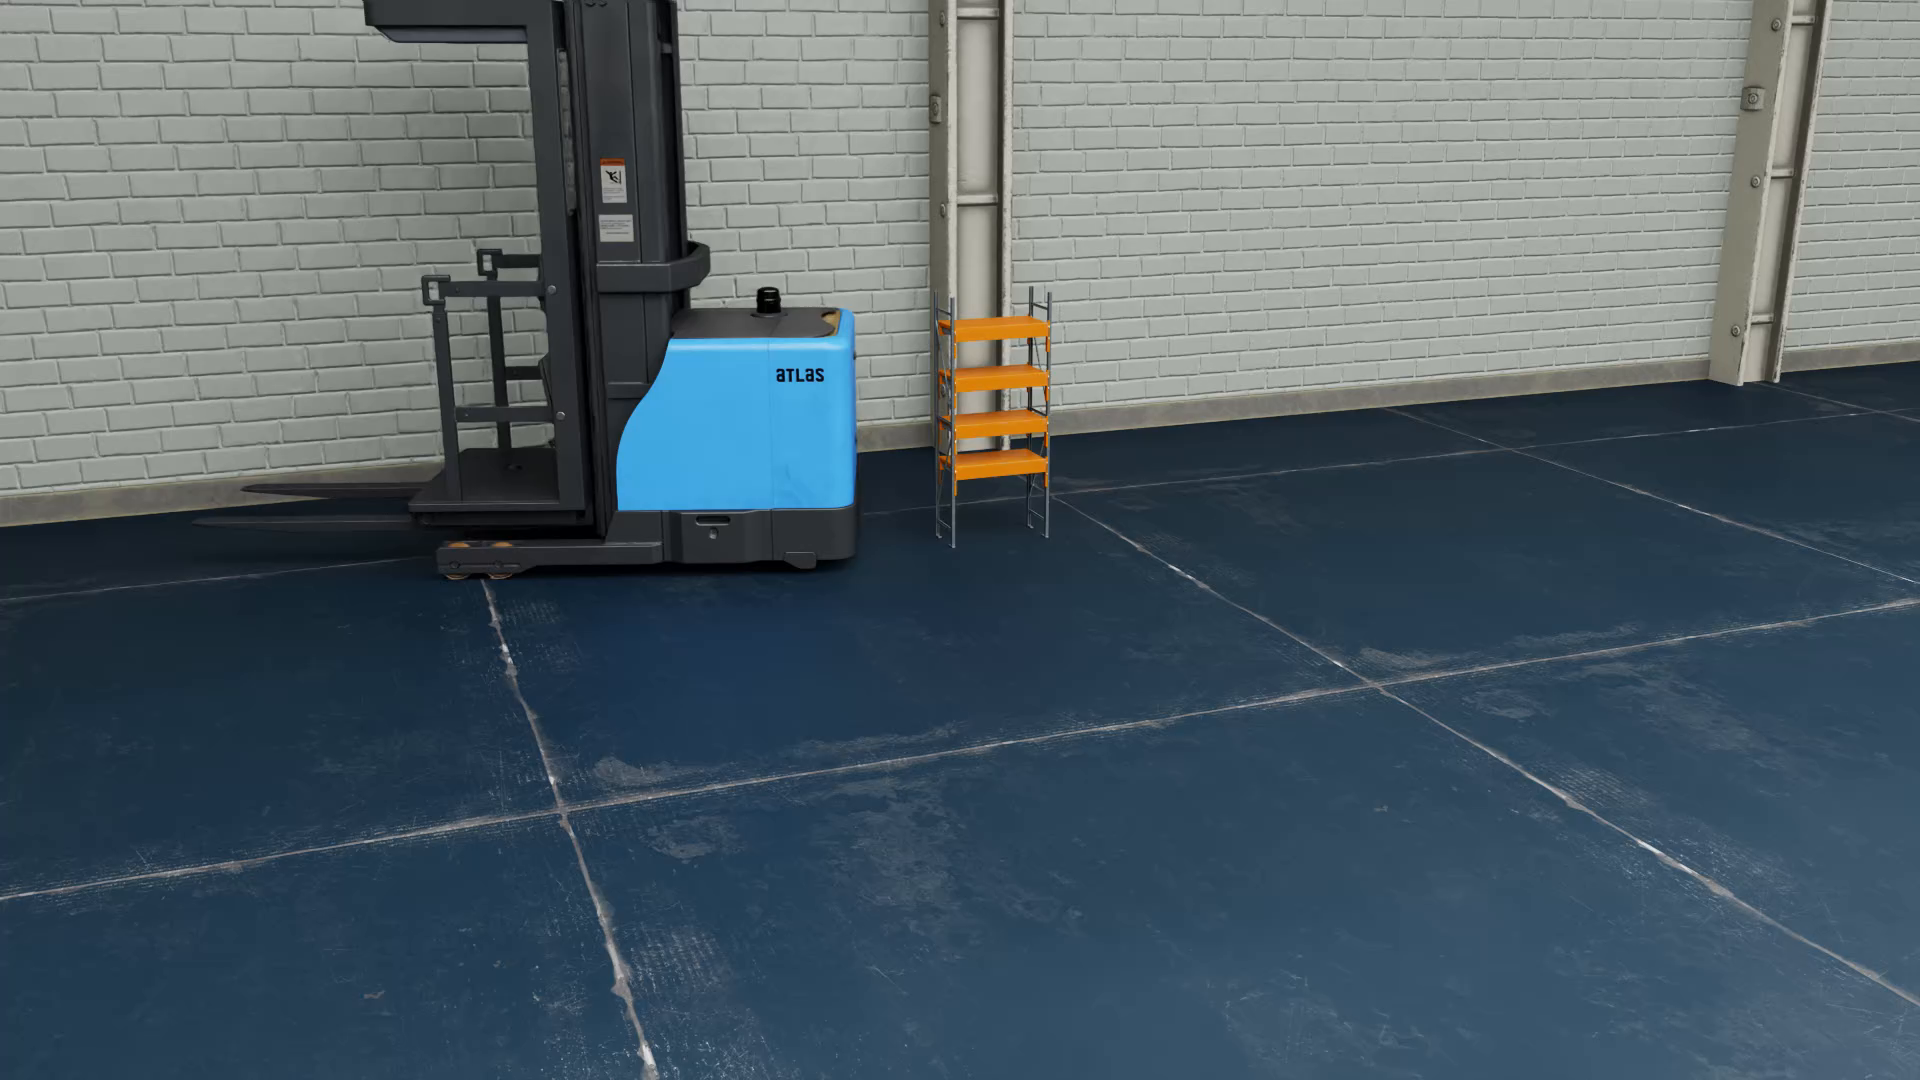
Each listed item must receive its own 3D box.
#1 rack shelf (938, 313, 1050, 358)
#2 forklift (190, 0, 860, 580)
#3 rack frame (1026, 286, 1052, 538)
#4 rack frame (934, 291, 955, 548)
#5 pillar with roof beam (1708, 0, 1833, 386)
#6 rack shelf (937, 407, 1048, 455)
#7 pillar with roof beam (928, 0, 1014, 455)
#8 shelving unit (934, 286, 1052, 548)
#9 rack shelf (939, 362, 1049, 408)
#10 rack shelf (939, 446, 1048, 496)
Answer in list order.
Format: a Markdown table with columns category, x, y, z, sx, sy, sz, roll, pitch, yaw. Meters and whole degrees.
| category | x | y | z | sx | sy | sz | roll | pitch | yaw |
| --- | --- | --- | --- | --- | --- | --- | --- | --- | --- |
| rack shelf | 0.155 | -0.969 | 7.875 | 0.480 | 0.148 | 0.258 | -6 | 17 | -20 |
| forklift | -2.004 | -1.379 | 7.591 | 3.031 | 2.935 | 1.130 | -1 | 16 | -2 |
| rack frame | 0.382 | -0.617 | 8.070 | 0.015 | 1.200 | 0.240 | -6 | 17 | -20 |
| rack frame | -0.073 | -0.568 | 7.902 | 0.015 | 1.200 | 0.240 | -6 | 17 | -20 |
| pillar with roof beam | 7.205 | -4.344 | 6.919 | 0.400 | 9.000 | 9.100 | -6 | 17 | -20 |
| rack shelf | 0.155 | -0.528 | 8.005 | 0.480 | 0.148 | 0.258 | -6 | 17 | -20 |
| pillar with roof beam | 1.602 | -3.739 | 4.859 | 0.400 | 9.000 | 9.100 | -6 | 17 | -20 |
| shelving unit | 0.155 | -0.592 | 7.986 | 0.503 | 1.200 | 0.258 | -6 | 17 | -20 |
| rack shelf | 0.155 | -0.742 | 7.942 | 0.480 | 0.148 | 0.258 | -6 | 17 | -20 |
| rack shelf | 0.155 | -0.337 | 8.061 | 0.480 | 0.148 | 0.258 | -6 | 17 | -20 |
